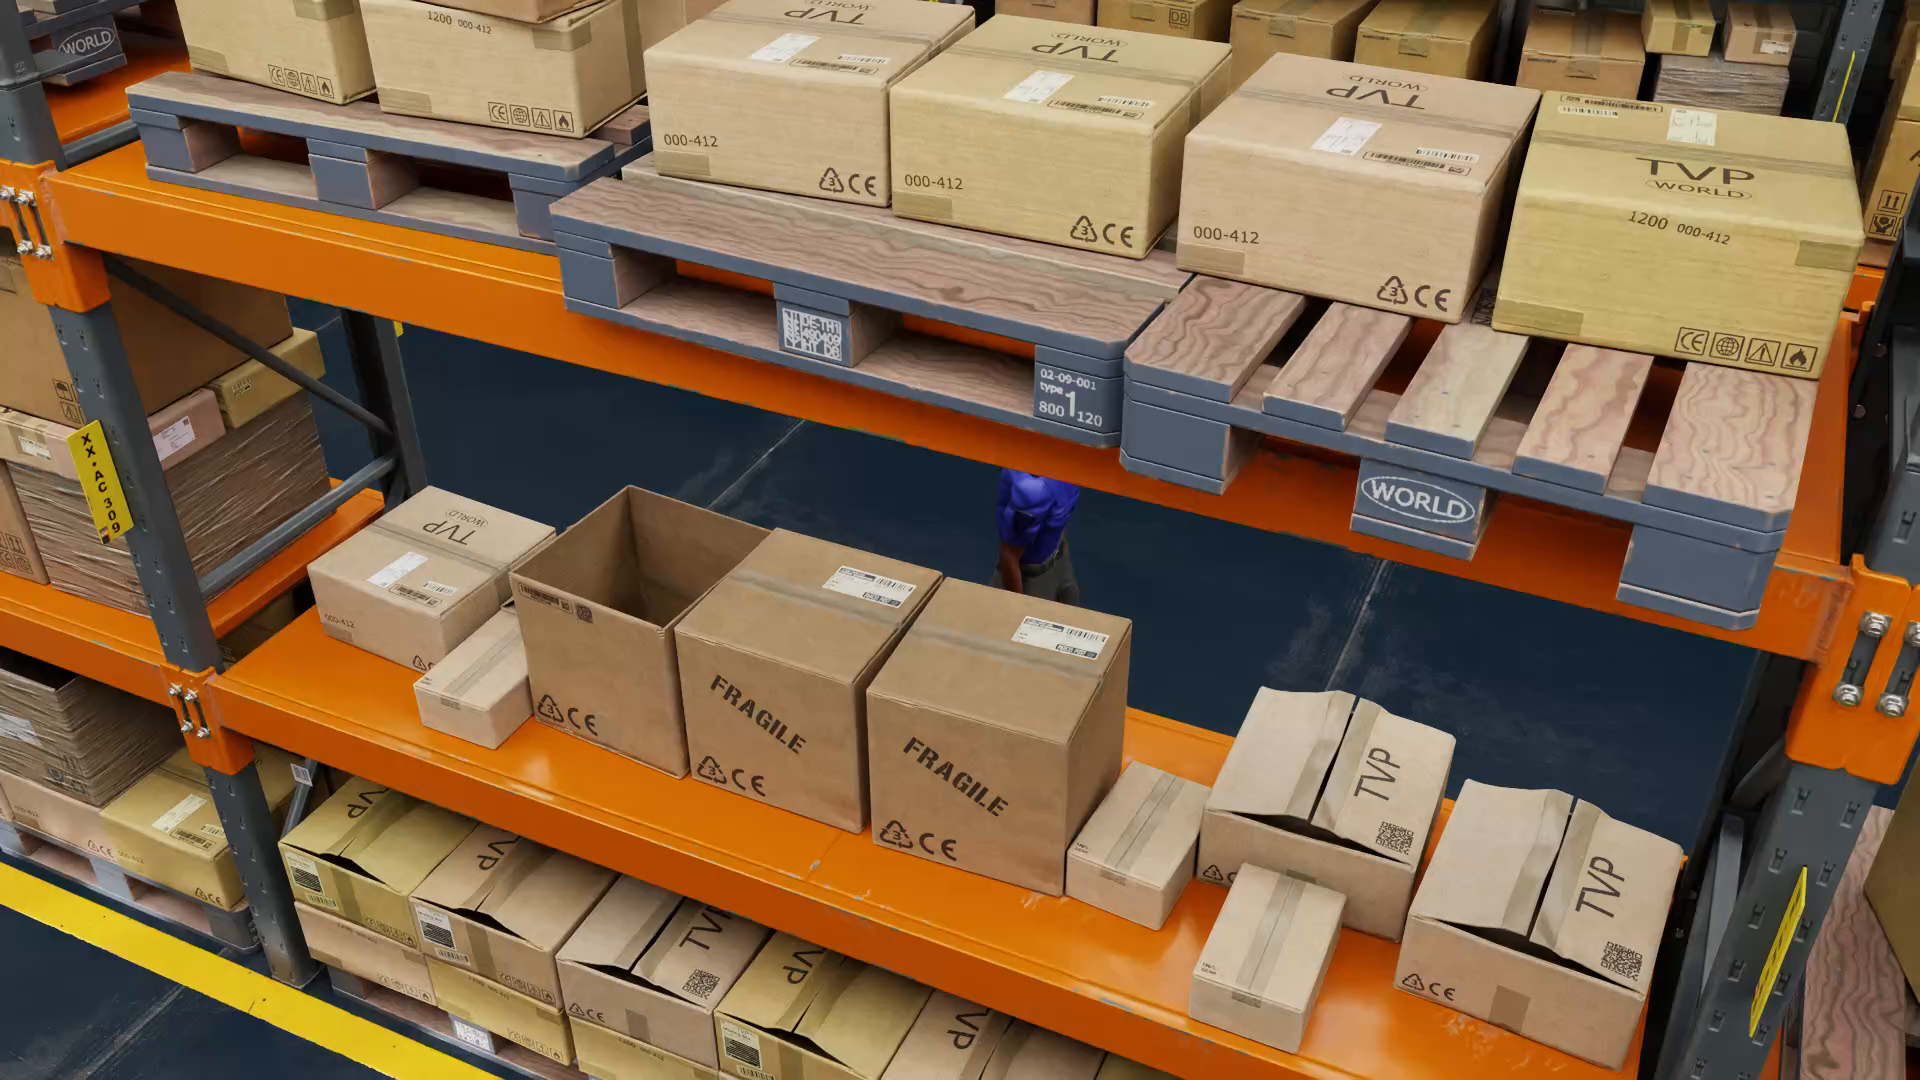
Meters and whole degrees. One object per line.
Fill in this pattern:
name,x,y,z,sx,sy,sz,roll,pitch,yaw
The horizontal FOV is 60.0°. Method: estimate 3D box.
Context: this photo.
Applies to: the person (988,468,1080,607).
person,0.310,0.177,5.884,0.402,1.653,0.514,13,36,19
